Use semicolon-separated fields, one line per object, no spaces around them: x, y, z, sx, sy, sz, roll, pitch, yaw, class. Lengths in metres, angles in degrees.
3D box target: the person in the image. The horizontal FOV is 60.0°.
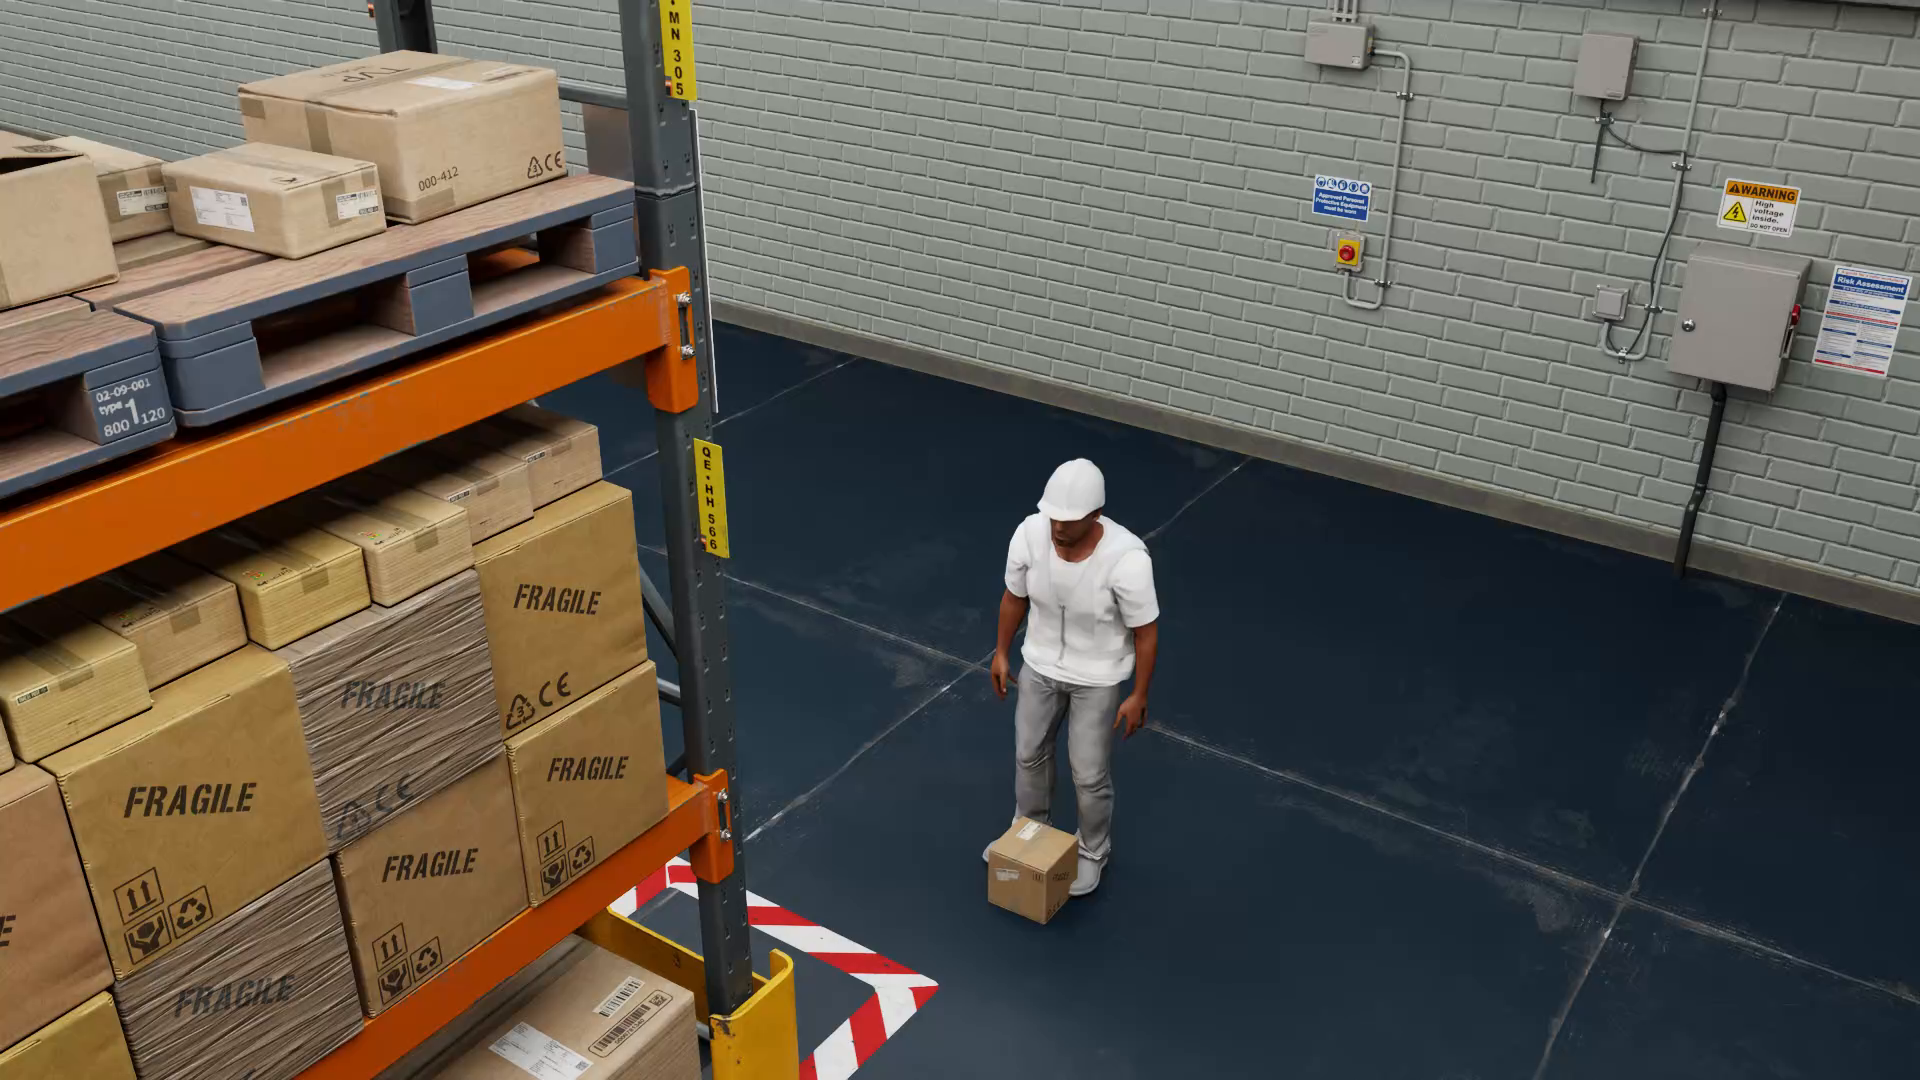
0.407;0.492;6.121;0.635;1.761;0.454;15;31;28;person
